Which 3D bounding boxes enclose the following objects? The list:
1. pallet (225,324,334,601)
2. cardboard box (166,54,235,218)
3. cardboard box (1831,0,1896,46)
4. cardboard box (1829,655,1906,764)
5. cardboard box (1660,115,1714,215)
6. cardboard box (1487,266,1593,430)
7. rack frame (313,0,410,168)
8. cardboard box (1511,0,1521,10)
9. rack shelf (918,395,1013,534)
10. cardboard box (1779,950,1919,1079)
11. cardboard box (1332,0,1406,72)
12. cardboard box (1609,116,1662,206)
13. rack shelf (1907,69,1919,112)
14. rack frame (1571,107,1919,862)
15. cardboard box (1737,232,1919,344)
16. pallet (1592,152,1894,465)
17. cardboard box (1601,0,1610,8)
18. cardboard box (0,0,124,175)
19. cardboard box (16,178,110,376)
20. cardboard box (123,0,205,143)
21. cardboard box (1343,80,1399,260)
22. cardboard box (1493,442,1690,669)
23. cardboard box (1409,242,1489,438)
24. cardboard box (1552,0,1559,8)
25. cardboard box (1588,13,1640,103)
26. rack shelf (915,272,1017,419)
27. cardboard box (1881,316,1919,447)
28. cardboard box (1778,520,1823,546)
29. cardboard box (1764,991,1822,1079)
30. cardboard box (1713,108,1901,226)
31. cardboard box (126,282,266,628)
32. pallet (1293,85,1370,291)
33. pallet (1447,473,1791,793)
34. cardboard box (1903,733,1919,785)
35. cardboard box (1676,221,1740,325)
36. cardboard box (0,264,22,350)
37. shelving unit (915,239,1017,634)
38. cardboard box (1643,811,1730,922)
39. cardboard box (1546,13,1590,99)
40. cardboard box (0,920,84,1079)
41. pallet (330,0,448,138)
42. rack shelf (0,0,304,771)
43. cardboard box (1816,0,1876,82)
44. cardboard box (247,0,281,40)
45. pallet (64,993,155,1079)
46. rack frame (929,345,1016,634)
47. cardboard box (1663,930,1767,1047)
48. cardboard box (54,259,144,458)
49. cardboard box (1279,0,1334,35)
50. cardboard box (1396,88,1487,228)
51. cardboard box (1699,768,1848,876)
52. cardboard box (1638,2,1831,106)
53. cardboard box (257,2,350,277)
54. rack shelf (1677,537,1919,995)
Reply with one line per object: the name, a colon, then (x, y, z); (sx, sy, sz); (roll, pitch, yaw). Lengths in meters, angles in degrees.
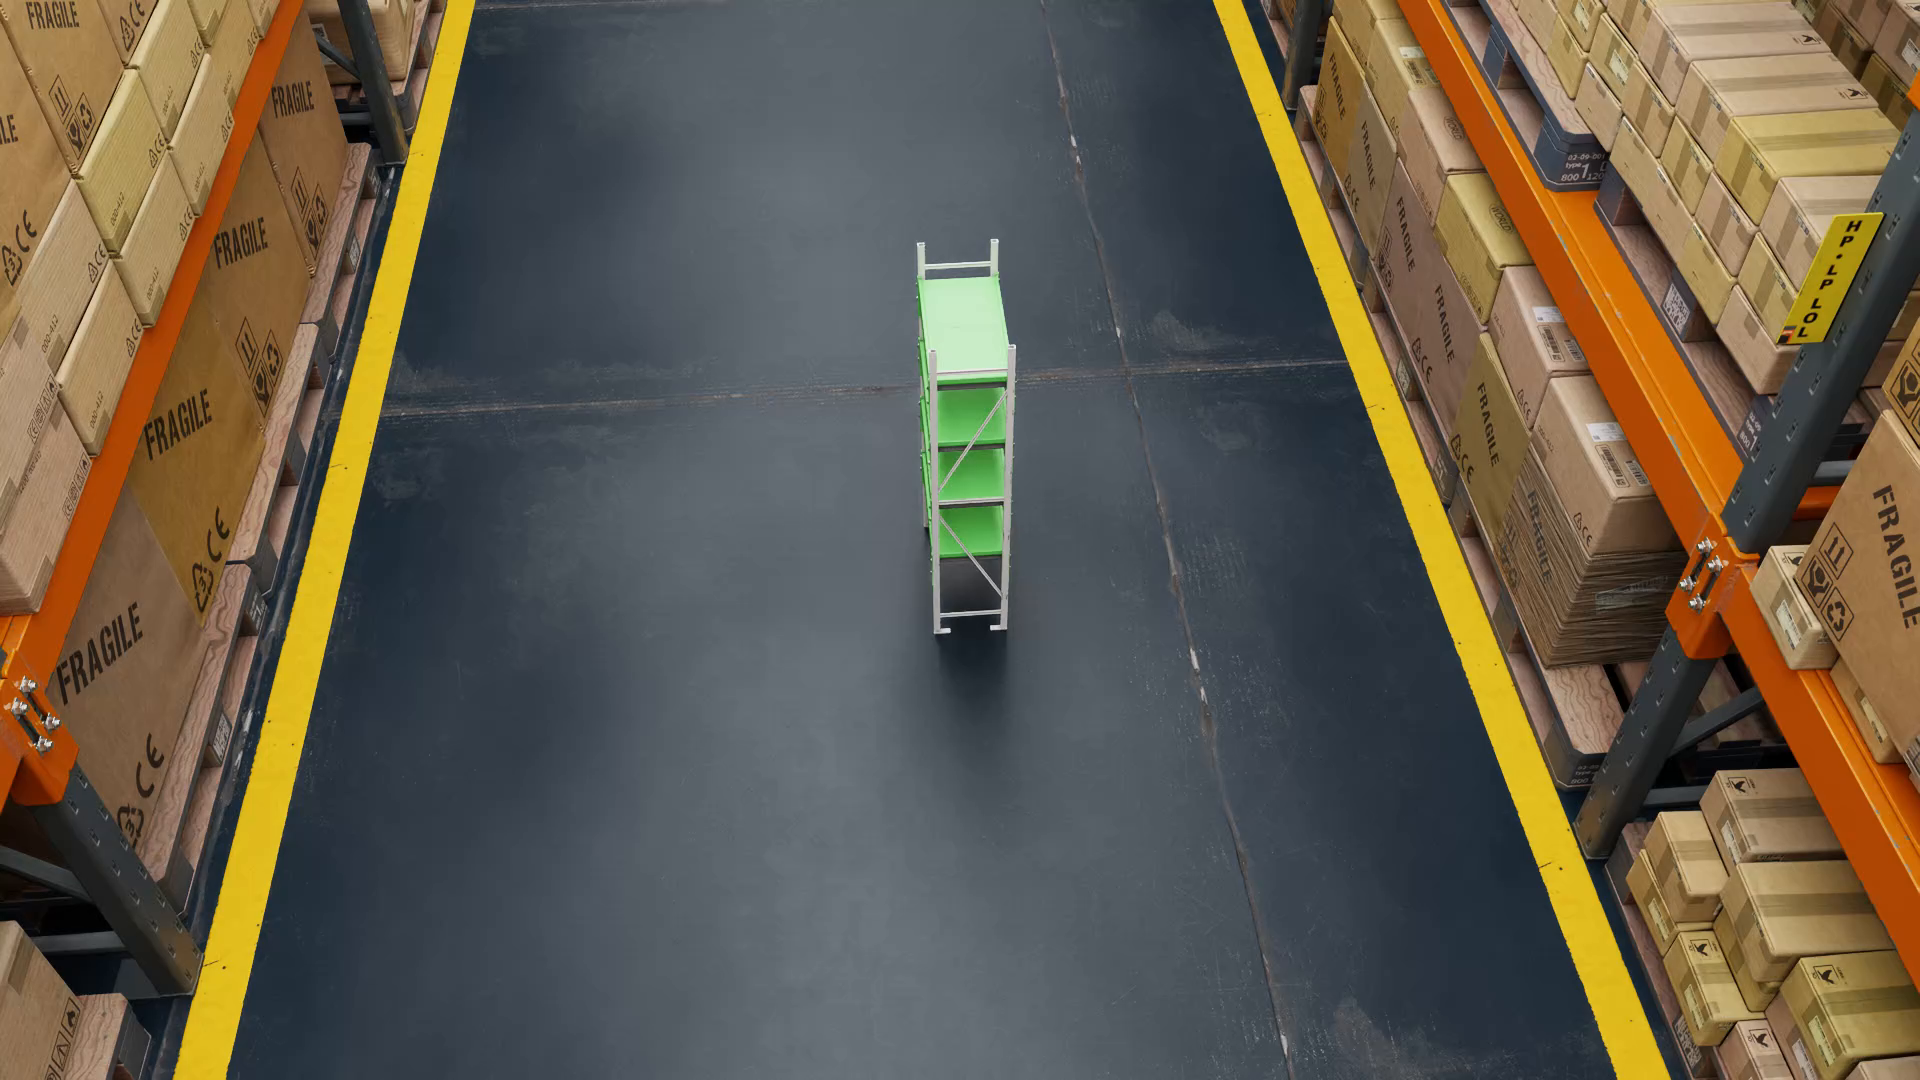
pallet: (-2.848, -0.272, 5.862); (1.003, 0.211, 1.213); (-3, 47, -3)
cardboard box: (-2.481, -1.184, 4.908); (0.500, 0.250, 0.500); (-4, 47, -4)
cardboard box: (2.658, -1.495, 4.574); (0.380, 0.149, 0.250); (-4, 47, -4)
cardboard box: (2.114, 0.327, 3.547); (0.380, 0.149, 0.250); (-2, 47, -2)
cardboard box: (2.050, -0.973, 4.284); (0.380, 0.149, 0.250); (-2, 47, -2)
cardboard box: (1.977, -0.606, 5.173); (0.500, 0.250, 0.500); (-1, 47, -1)
rack frame: (-2.938, -2.687, 6.229); (1.000, 3.000, 0.127); (-3, 47, -3)
cardboard box: (1.936, -1.823, 5.295); (0.380, 0.149, 0.250); (-3, 47, -3)
rack shelf: (0.014, -0.249, 5.247); (0.258, 0.148, 0.480); (-3, 47, -3)
cardboard box: (2.178, 1.109, 3.898); (0.380, 0.149, 0.250); (-4, 47, -4)
cardboard box: (1.803, -2.090, 6.579); (0.500, 0.250, 0.500); (-5, 47, -5)
cardboard box: (2.029, -1.050, 4.562); (0.380, 0.149, 0.250); (-6, 47, -5)
rack shelf: (2.154, -2.398, 4.384); (1.077, 0.370, 4.000); (-3, 47, -3)
rack frame: (2.321, -0.167, 3.842); (1.000, 3.000, 0.127); (-3, 47, -3)
cardboard box: (2.091, -0.603, 3.934); (0.380, 0.149, 0.250); (-2, 47, -2)
pallet: (2.402, -0.662, 4.444); (1.003, 0.211, 1.213); (-3, 47, -3)
cardboard box: (1.985, -1.651, 4.722); (0.380, 0.149, 0.250); (-5, 47, -5)
cardboard box: (-2.463, -1.236, 4.097); (0.500, 0.500, 0.500); (-5, 47, -4)
cardboard box: (-2.430, -0.624, 4.034); (0.500, 0.250, 0.500); (-3, 47, -3)
cardboard box: (-2.491, -1.356, 4.728); (0.500, 0.250, 0.500); (-5, 47, -4)
cardboard box: (1.837, -1.455, 6.494); (0.500, 0.500, 0.500); (-3, 47, -3)
cardboard box: (2.008, 0.028, 5.090); (0.500, 0.500, 0.500); (-4, 47, -4)
cardboard box: (1.927, -0.714, 5.793); (0.500, 0.500, 0.500); (-4, 47, -4)
cardboard box: (1.962, -1.732, 5.004); (0.380, 0.149, 0.250); (-2, 47, -2)
cardboard box: (2.002, -1.359, 4.650); (0.380, 0.149, 0.250); (-6, 47, -5)
rack shelf: (0.014, -0.579, 4.899); (0.258, 0.148, 0.480); (-3, 47, -3)
cardboard box: (2.116, -0.306, 3.011); (0.500, 0.500, 0.500); (-2, 47, -2)
cardboard box: (2.523, -0.260, 4.846); (0.500, 0.250, 0.500); (-5, 47, -5)
cardboard box: (2.200, 1.200, 4.017); (0.380, 0.149, 0.250); (-4, 47, -4)
cardboard box: (2.070, -0.902, 4.012); (0.380, 0.149, 0.250); (-5, 47, -4)
cardboard box: (-2.818, -0.303, 5.145); (0.875, 0.875, 0.875); (-2, 47, -2)
pallet: (2.050, -1.536, 7.060); (1.003, 0.211, 1.213); (-3, 47, -3)
pallet: (2.255, 0.229, 5.388); (1.003, 0.211, 1.213); (-3, 47, -3)
cardboard box: (2.160, 0.428, 3.005); (0.500, 0.500, 0.500); (-3, 47, -3)
cardboard box: (2.068, -0.688, 4.219); (0.380, 0.149, 0.250); (-3, 47, -3)
cardboard box: (-2.353, -0.507, 3.406); (0.500, 0.500, 0.500); (-3, 47, -3)
shelving unit: (0.014, -0.293, 5.201); (0.258, 1.200, 0.503); (-3, 47, -3)
cardboard box: (2.033, 0.849, 4.350); (0.380, 0.149, 0.250); (-2, 47, -1)
cardboard box: (1.978, -1.442, 4.934); (0.380, 0.149, 0.250); (-2, 47, -2)
cardboard box: (-2.657, 1.405, 3.829); (0.875, 0.438, 0.875); (-4, 47, -4)
pallet: (-3.002, -2.293, 7.776); (1.003, 0.211, 1.213); (-3, 47, -3)
rack shelf: (-2.770, -0.992, 5.119); (1.077, 0.370, 4.000); (-3, 47, -3)
cardboard box: (2.654, -1.397, 4.686); (0.380, 0.149, 0.250); (-2, 47, -2)
cardboard box: (-2.578, -1.916, 5.602); (0.500, 0.250, 0.500); (-3, 47, -3)
pallet: (-2.617, 1.721, 3.975); (1.003, 0.211, 1.213); (-3, 47, -3)
rack frame: (0.034, -0.116, 5.034); (0.240, 1.200, 0.015); (-3, 47, -3)
cardboard box: (2.054, 1.145, 4.274); (0.380, 0.149, 0.250); (-2, 47, -2)
cardboard box: (-2.422, -0.450, 4.213); (0.500, 0.250, 0.500); (-5, 47, -4)
cardboard box: (2.025, -2.877, 7.669); (1.050, 0.750, 0.750); (-4, 47, -4)
cardboard box: (1.874, -1.364, 5.892); (0.500, 0.250, 0.500); (-3, 47, -3)
cardboard box: (2.144, 0.727, 4.260); (0.380, 0.149, 0.250); (-2, 47, -2)
cardboard box: (2.028, -1.279, 4.369); (0.380, 0.149, 0.250); (-4, 47, -3)
cardboard box: (-2.963, -1.596, 6.369); (0.875, 0.875, 0.875); (-4, 47, -4)
rack shelf: (2.489, 1.528, 2.733); (1.077, 0.370, 4.000); (-3, 47, -3)
